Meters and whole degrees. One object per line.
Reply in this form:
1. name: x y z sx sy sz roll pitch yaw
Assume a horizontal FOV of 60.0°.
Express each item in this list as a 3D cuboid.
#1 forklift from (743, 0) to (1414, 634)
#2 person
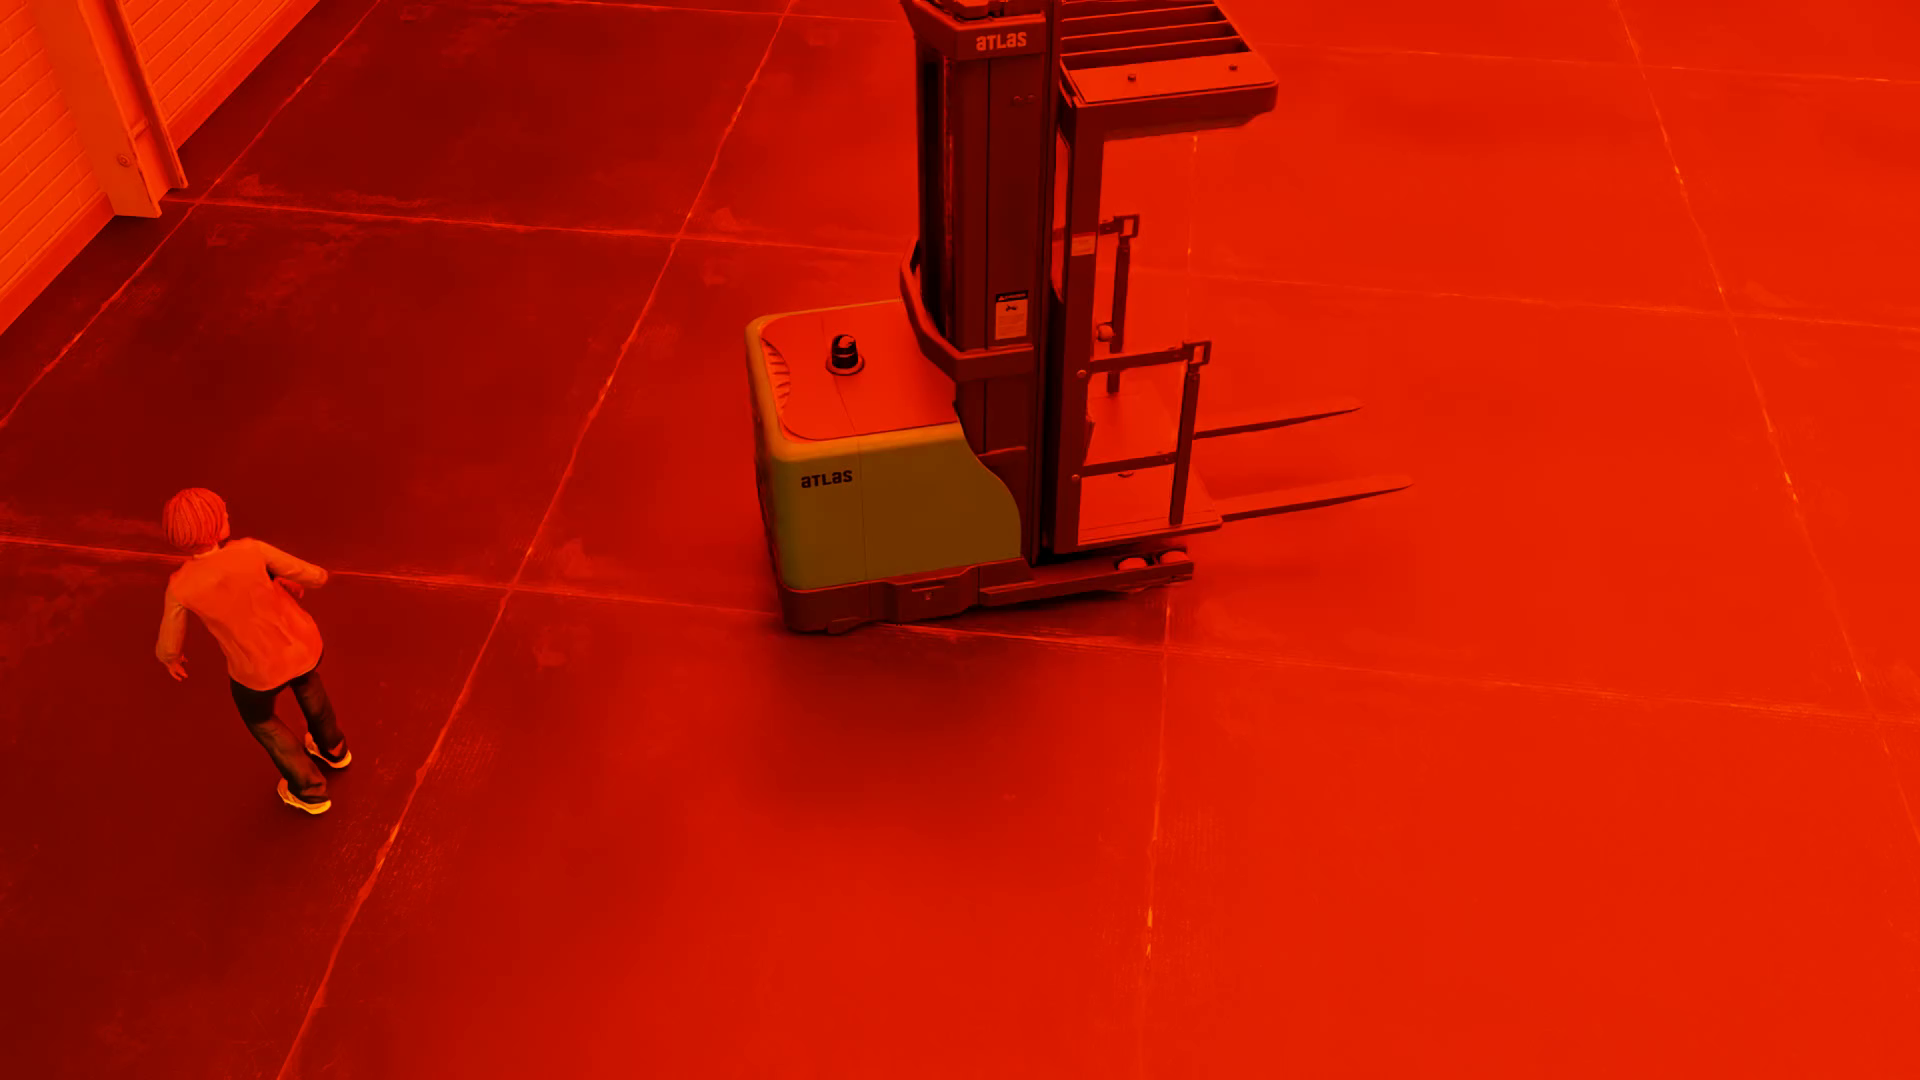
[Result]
1. forklift: 0.598 -1.179 7.008 3.031 2.935 1.130 -9 43 -9
2. person: -2.663 0.427 6.291 0.632 1.557 0.449 -31 51 -30
